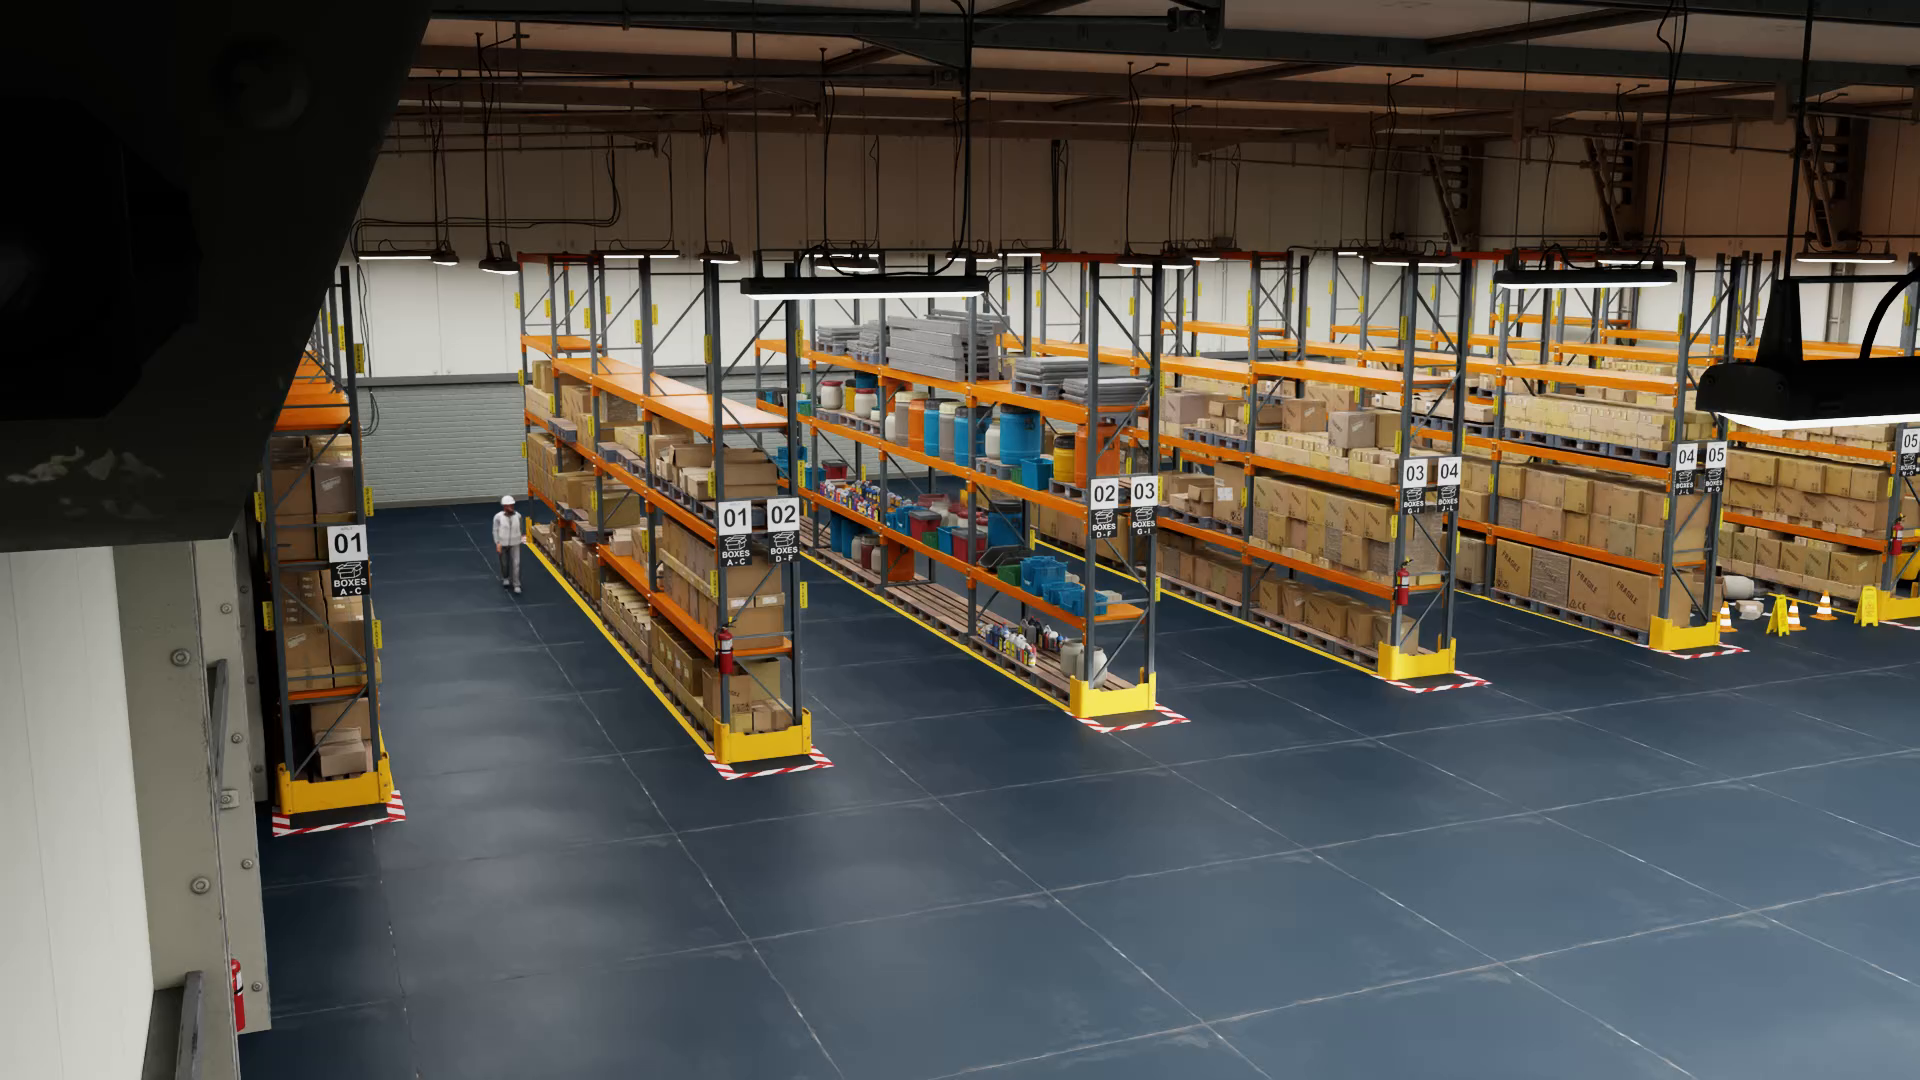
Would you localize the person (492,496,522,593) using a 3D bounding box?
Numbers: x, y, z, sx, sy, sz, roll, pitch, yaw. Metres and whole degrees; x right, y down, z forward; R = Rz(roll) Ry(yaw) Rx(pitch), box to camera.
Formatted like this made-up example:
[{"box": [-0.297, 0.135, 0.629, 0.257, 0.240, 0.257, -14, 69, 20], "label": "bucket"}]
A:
[{"box": [-8.106, 0.057, 29.844, 0.540, 1.713, 1.069, -4, 11, -19], "label": "person"}]

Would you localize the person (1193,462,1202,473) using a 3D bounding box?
[{"box": [6.124, -2.313, 43.211, 0.412, 1.566, 0.760, 9, 14, 41], "label": "person"}]

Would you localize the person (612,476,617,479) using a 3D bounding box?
[{"box": [-7.633, -1.234, 36.783, 0.477, 1.763, 0.596, -4, 11, -23], "label": "person"}]
